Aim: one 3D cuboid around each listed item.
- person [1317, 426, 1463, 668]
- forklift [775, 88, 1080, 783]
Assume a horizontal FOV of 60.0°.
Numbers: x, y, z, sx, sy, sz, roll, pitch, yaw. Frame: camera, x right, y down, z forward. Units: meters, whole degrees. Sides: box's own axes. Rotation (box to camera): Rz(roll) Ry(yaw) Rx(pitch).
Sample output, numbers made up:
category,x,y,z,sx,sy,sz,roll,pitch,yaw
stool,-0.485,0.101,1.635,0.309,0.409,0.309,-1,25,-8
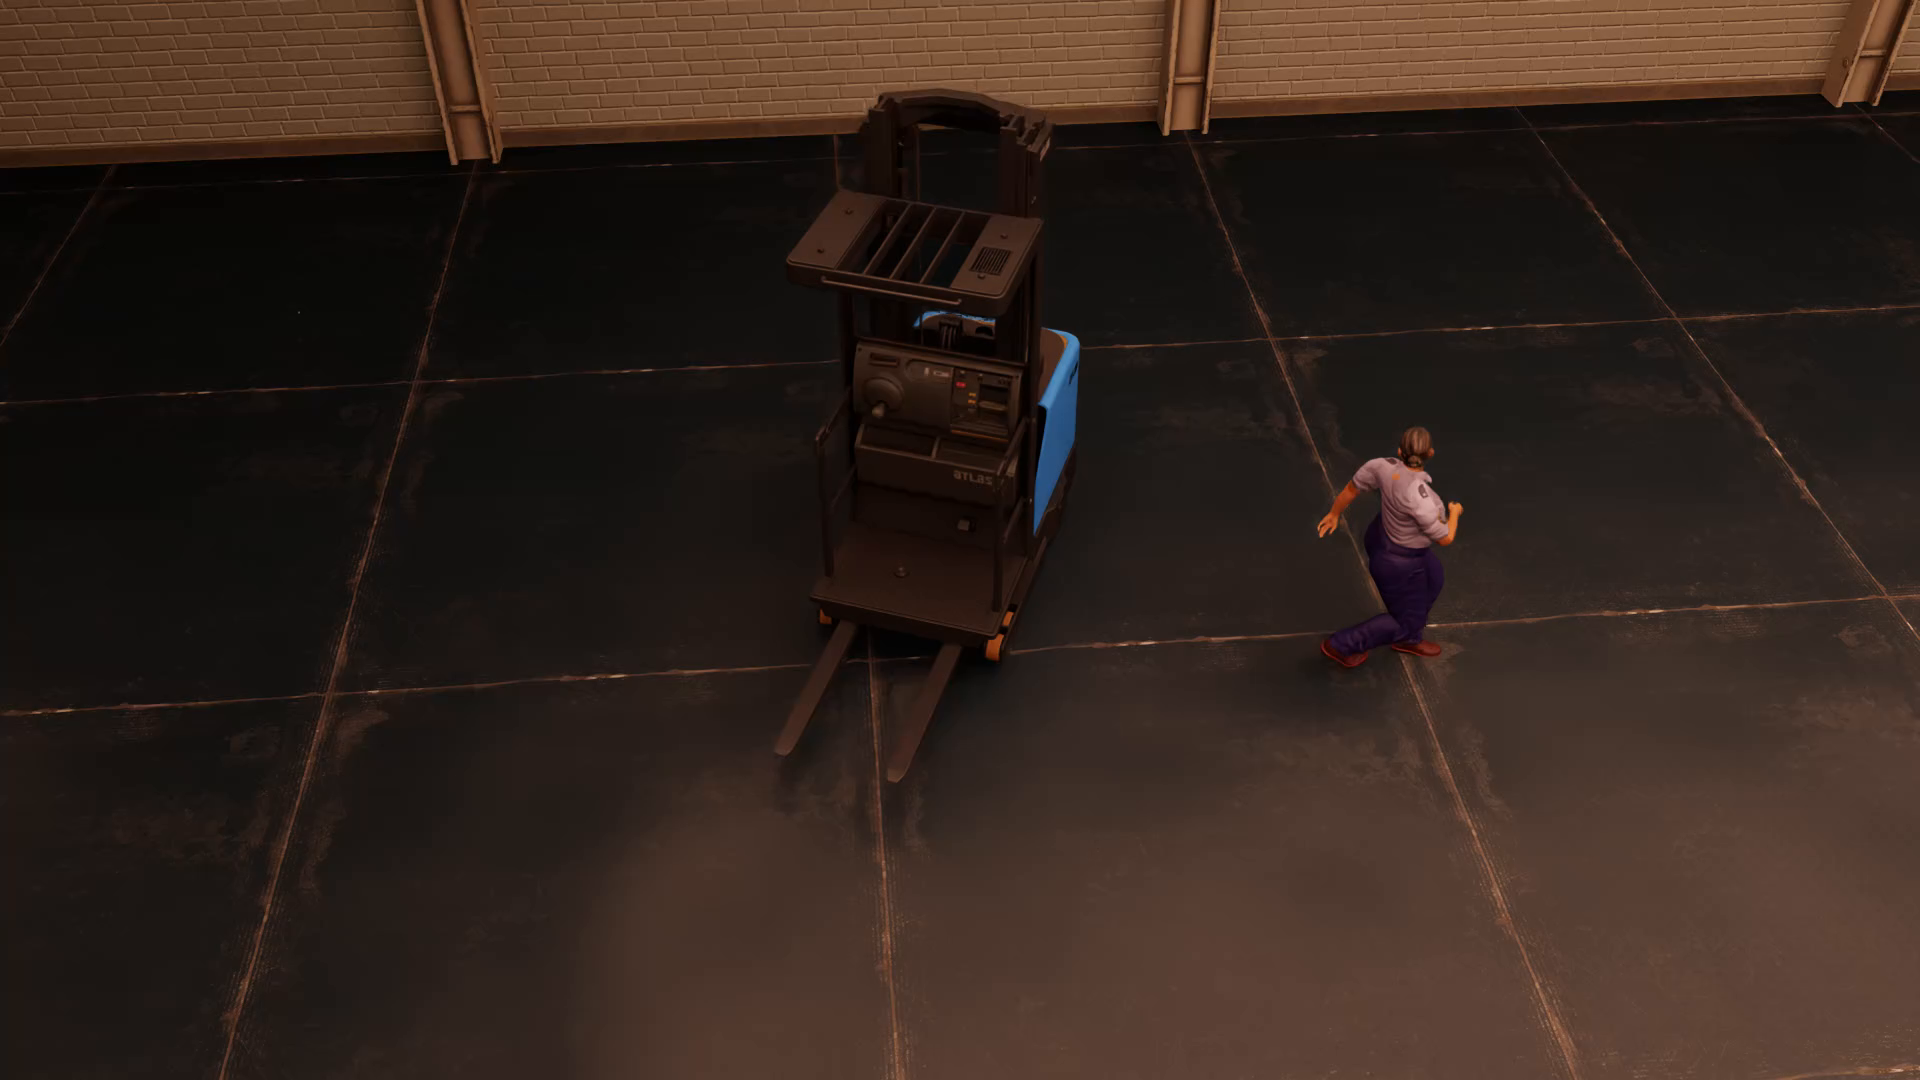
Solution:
category,x,y,z,sx,sy,sz,roll,pitch,yaw
person,2.352,0.048,8.949,0.776,1.574,0.533,0,41,0
forklift,-0.188,-0.720,8.779,1.130,2.935,3.031,11,42,13
